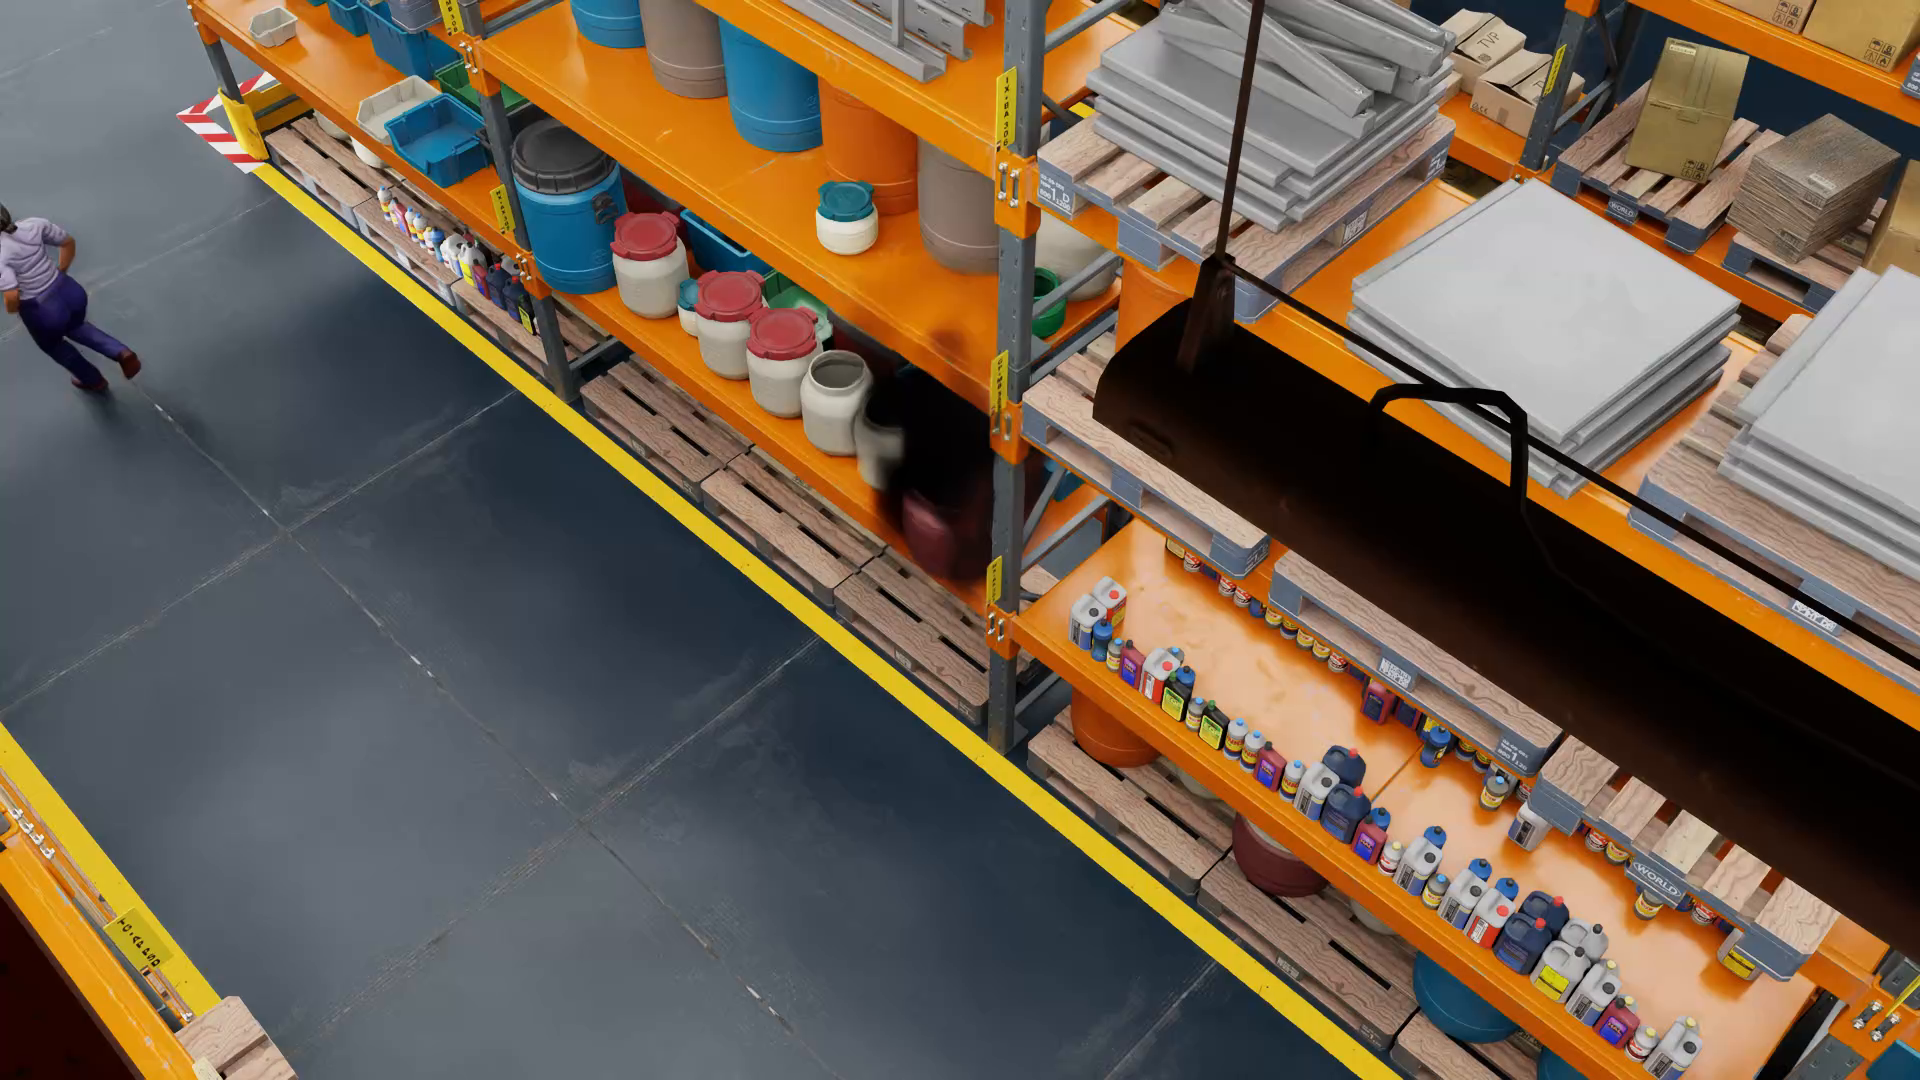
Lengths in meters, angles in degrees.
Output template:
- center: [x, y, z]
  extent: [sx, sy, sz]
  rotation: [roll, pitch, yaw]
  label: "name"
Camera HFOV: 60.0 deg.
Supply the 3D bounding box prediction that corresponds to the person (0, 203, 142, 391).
- center: [-5.764, -1.494, 10.615]
  extent: [0.629, 1.618, 0.626]
  rotation: [14, 51, 11]
  label: "person"
